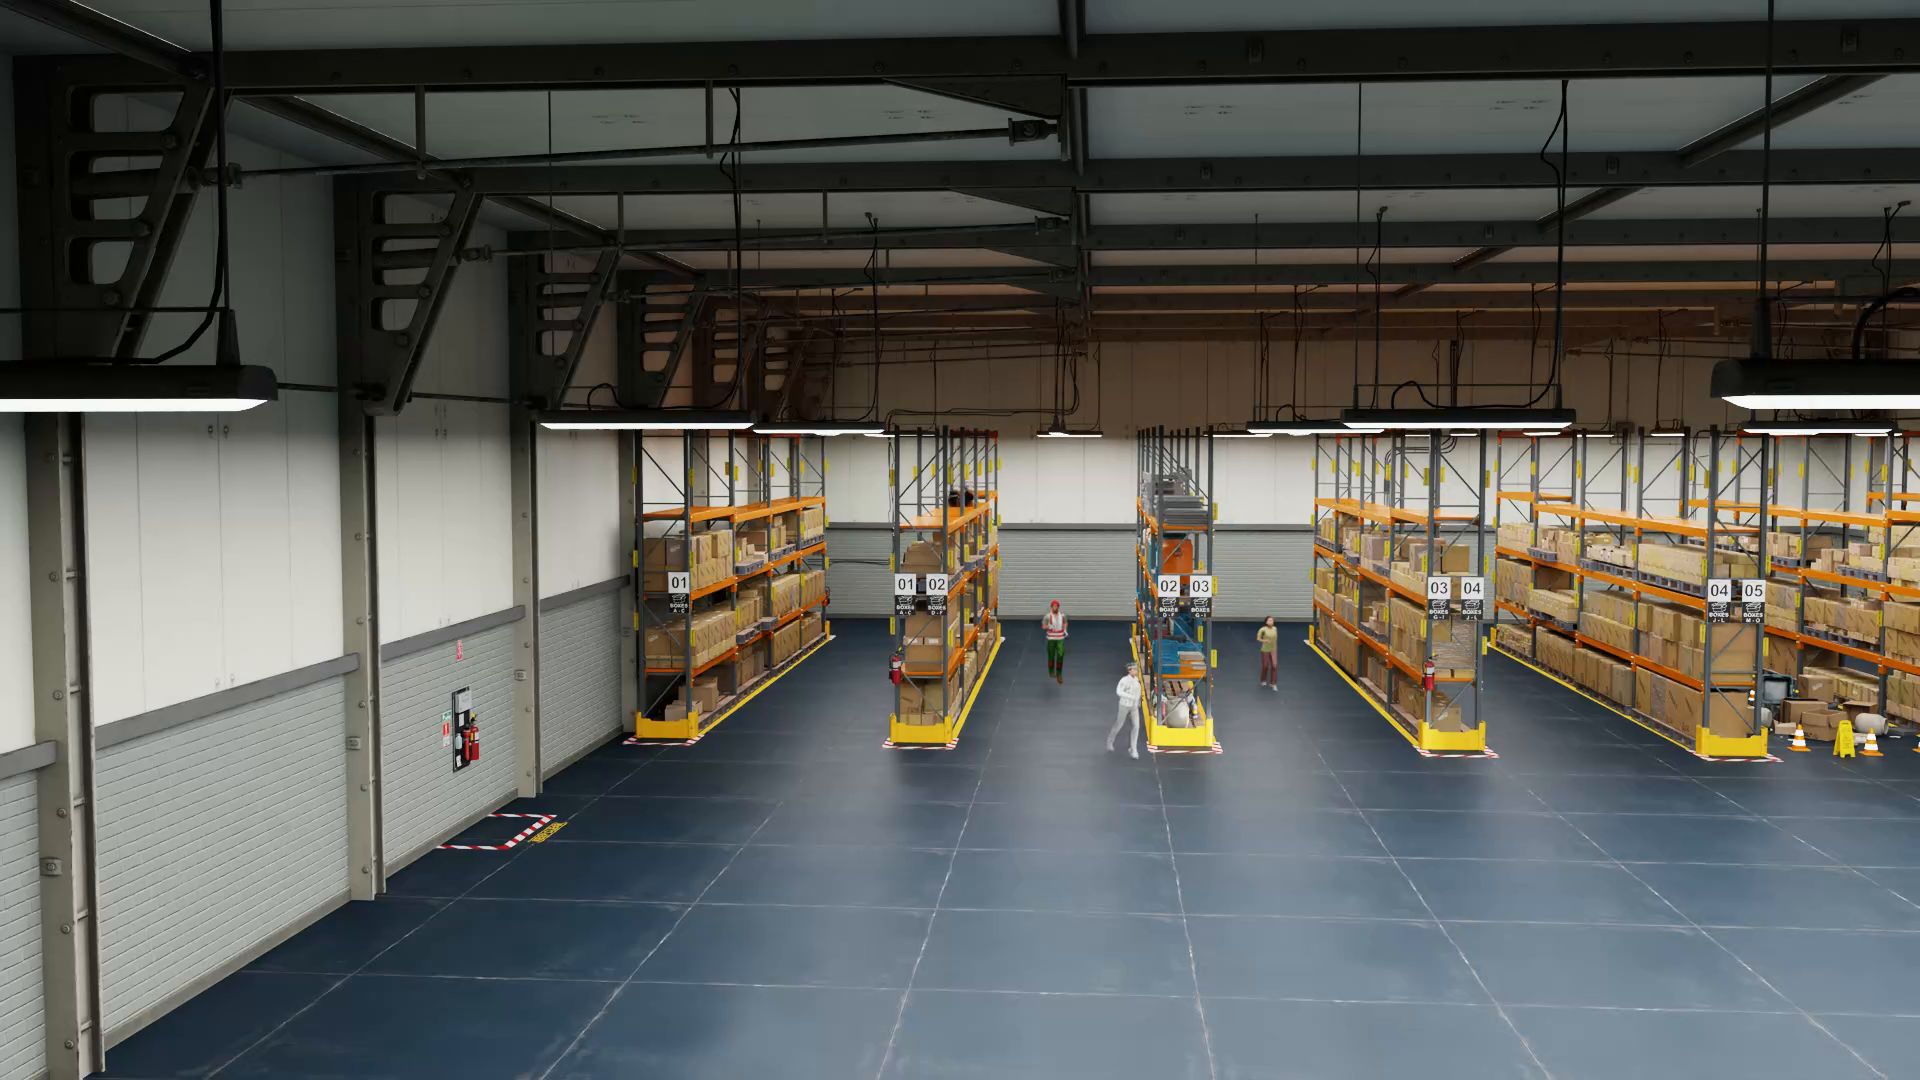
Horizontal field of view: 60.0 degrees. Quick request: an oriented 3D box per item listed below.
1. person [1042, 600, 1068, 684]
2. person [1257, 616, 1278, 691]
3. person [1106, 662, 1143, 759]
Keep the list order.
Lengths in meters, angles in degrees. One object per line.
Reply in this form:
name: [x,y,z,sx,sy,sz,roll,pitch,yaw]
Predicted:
person: [2.179,2.292,37.748,0.632,1.843,0.693,0,3,-7]
person: [7.080,2.589,38.275,0.561,1.710,0.774,0,3,-7]
person: [3.071,3.062,30.286,0.643,1.706,0.875,-2,4,-33]
